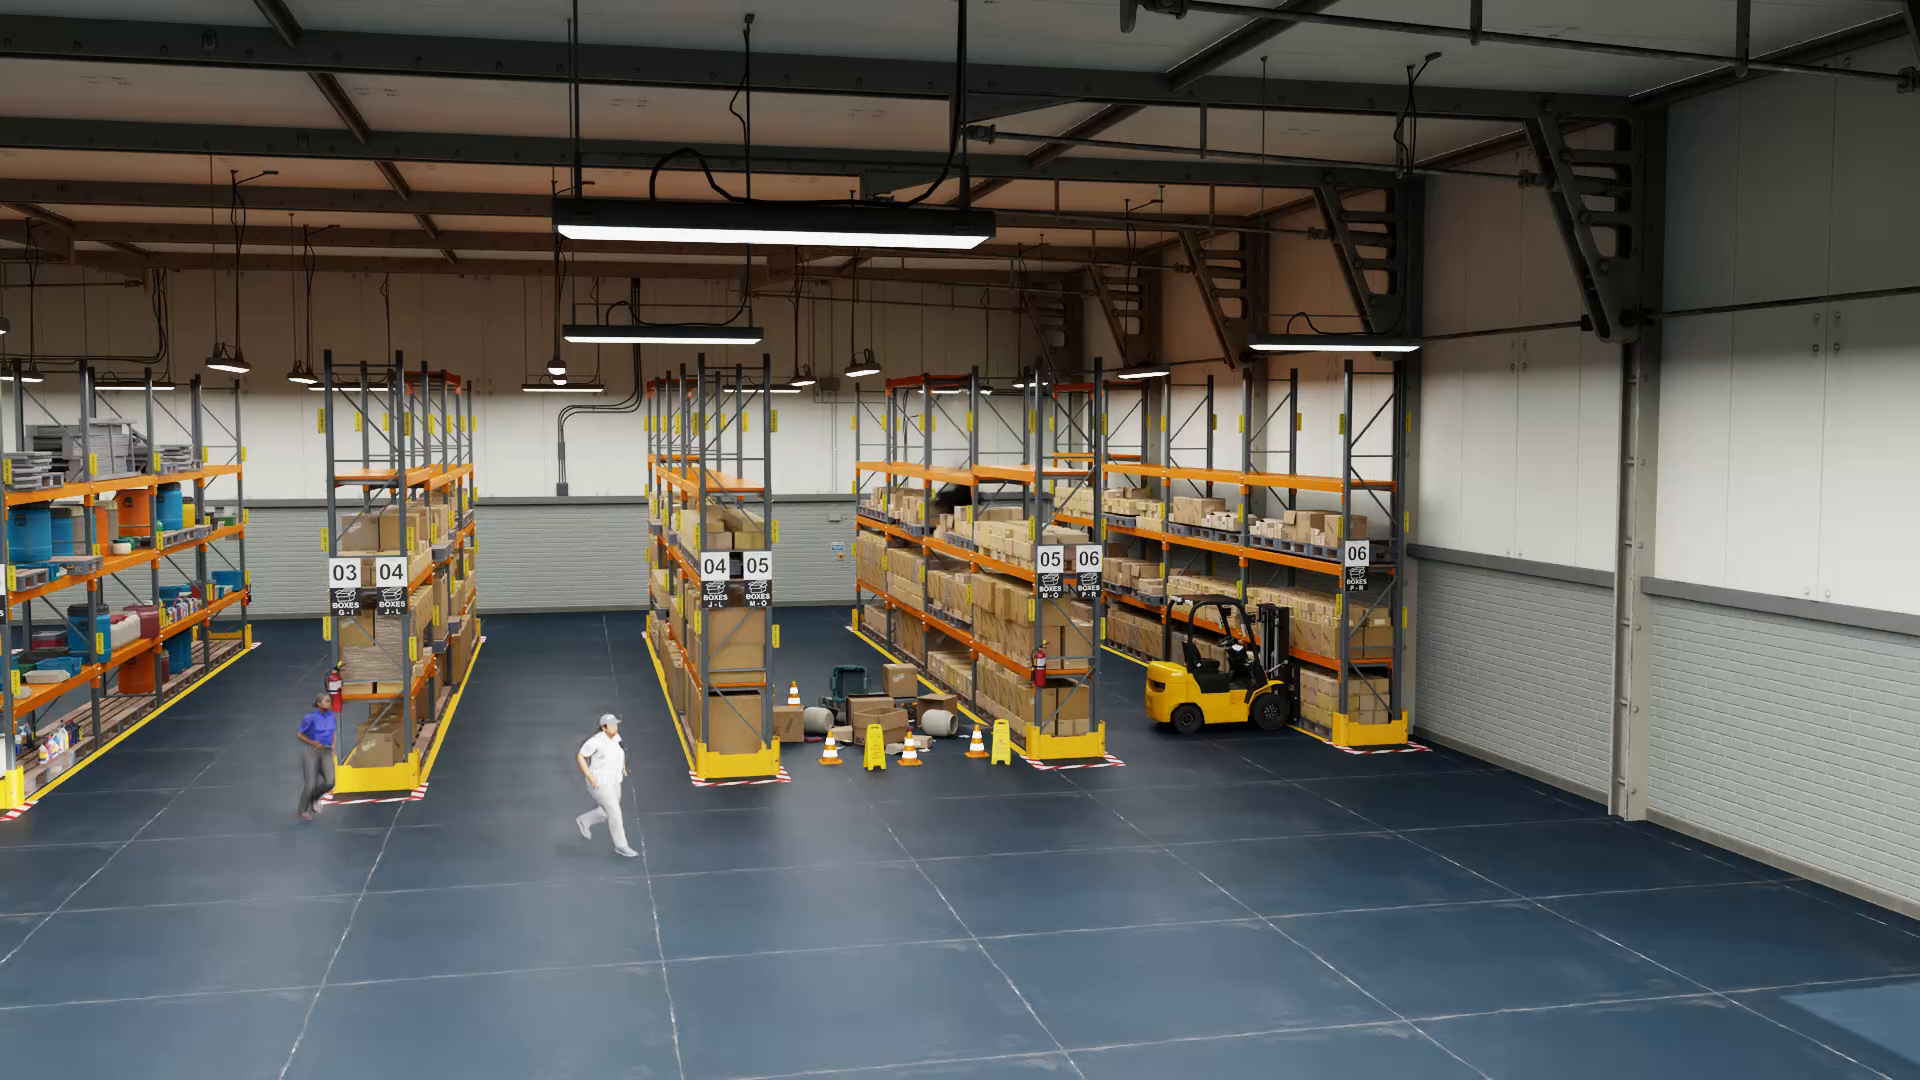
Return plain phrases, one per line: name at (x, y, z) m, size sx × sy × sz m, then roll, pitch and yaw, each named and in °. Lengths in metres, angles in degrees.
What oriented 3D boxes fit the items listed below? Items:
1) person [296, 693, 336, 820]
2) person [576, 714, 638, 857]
person at (-8.126, 2.742, 21.188) m, size 0.513 × 1.586 × 0.581 m, roll 3°, pitch 5°, yaw 41°
person at (-4.158, 2.844, 19.406) m, size 0.879 × 1.662 × 0.630 m, roll 2°, pitch 4°, yaw 28°
